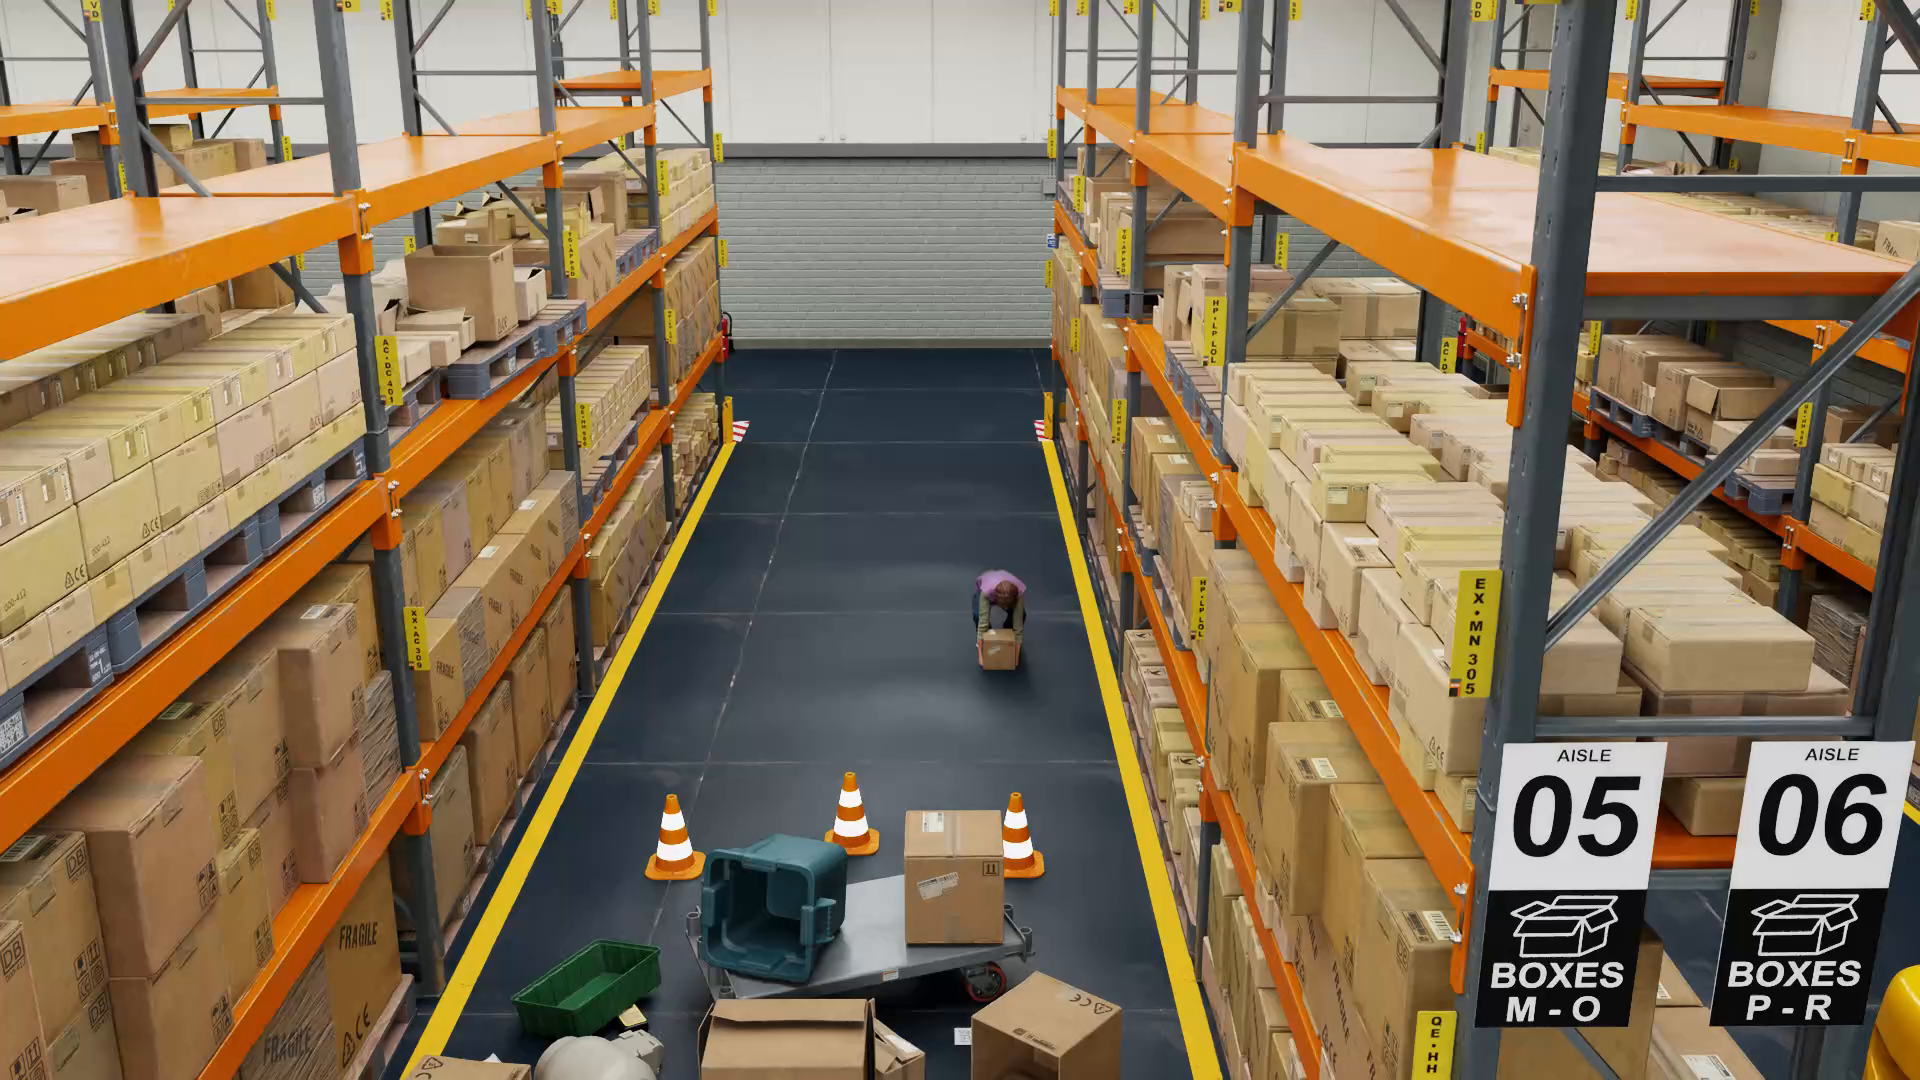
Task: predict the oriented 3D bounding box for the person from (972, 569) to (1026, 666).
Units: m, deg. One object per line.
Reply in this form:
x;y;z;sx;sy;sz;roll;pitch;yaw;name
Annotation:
0.311;0.582;13.281;0.427;0.734;0.847;-1;17;-2;person
